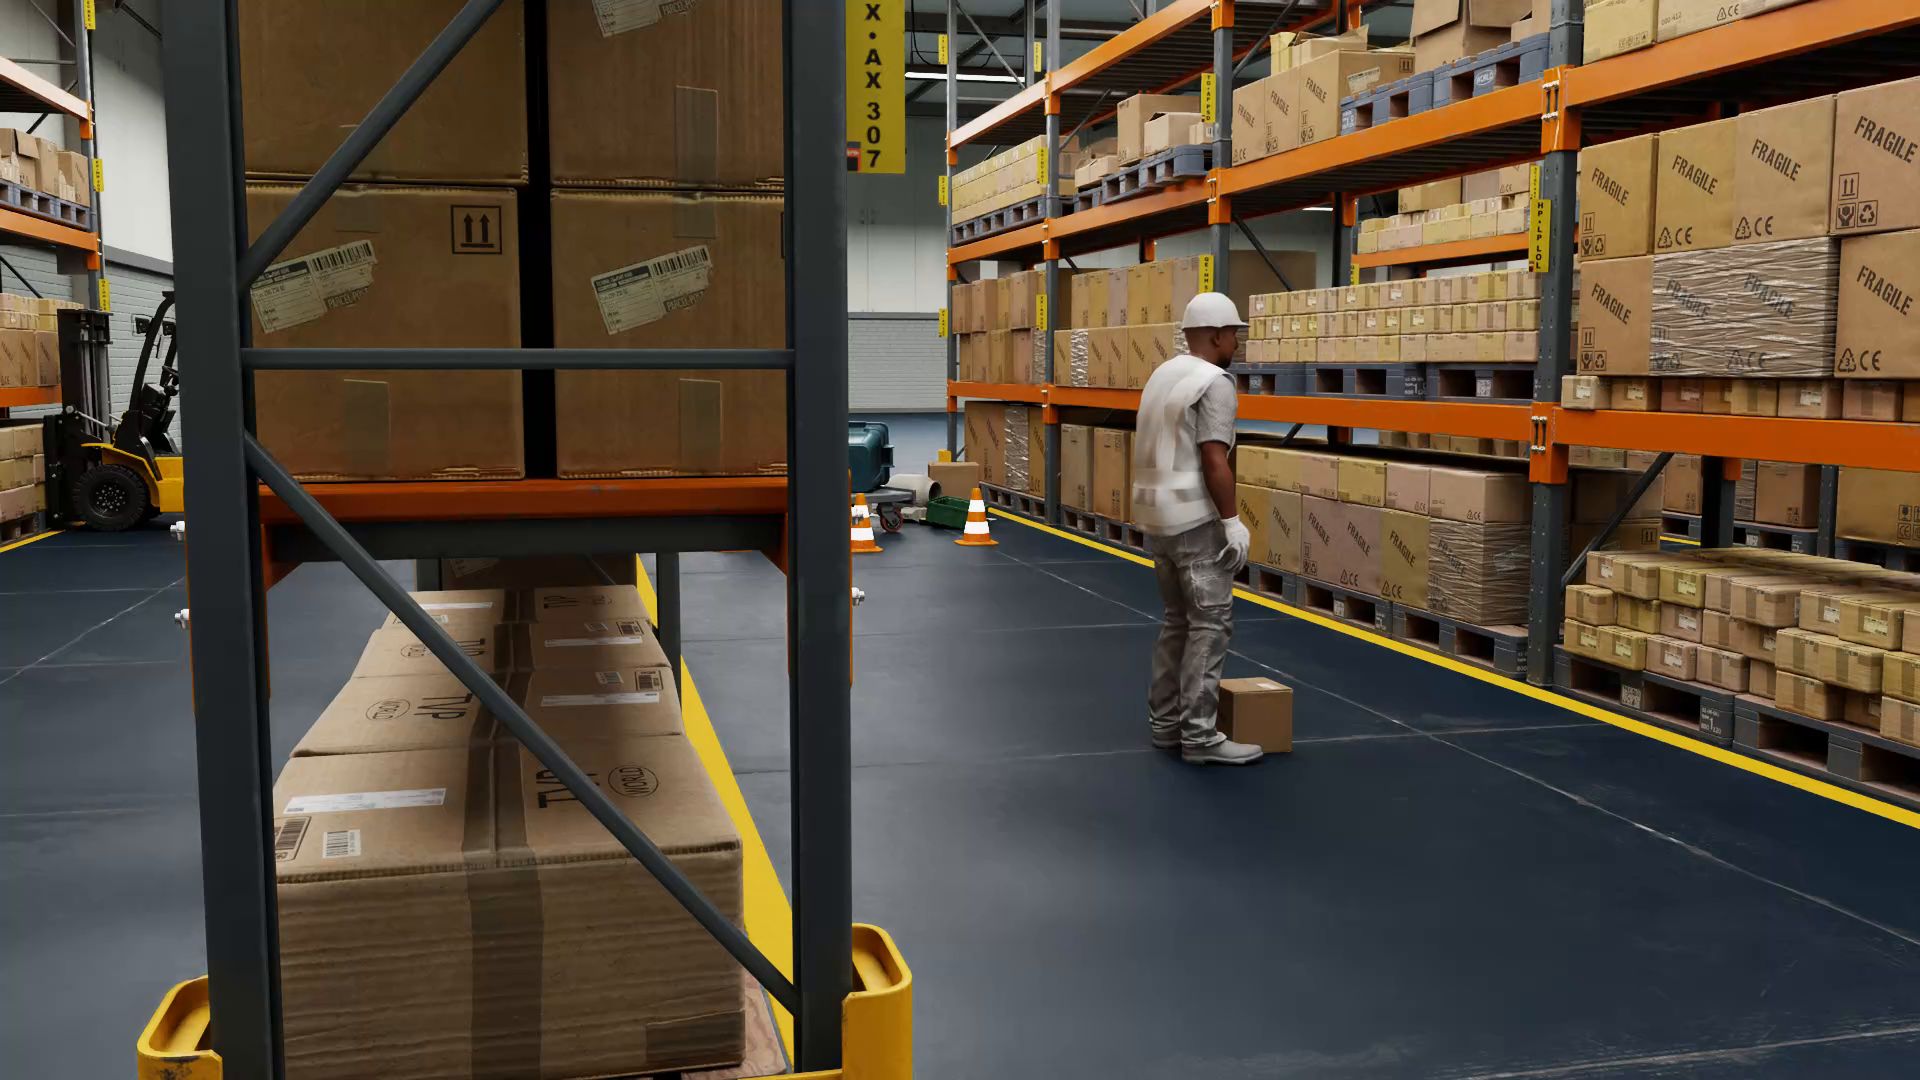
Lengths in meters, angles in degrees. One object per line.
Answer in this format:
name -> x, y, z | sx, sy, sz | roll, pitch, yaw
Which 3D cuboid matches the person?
person -> 0.908, -0.060, 6.406 | 0.447, 1.775, 0.628 | -2, 6, -17
